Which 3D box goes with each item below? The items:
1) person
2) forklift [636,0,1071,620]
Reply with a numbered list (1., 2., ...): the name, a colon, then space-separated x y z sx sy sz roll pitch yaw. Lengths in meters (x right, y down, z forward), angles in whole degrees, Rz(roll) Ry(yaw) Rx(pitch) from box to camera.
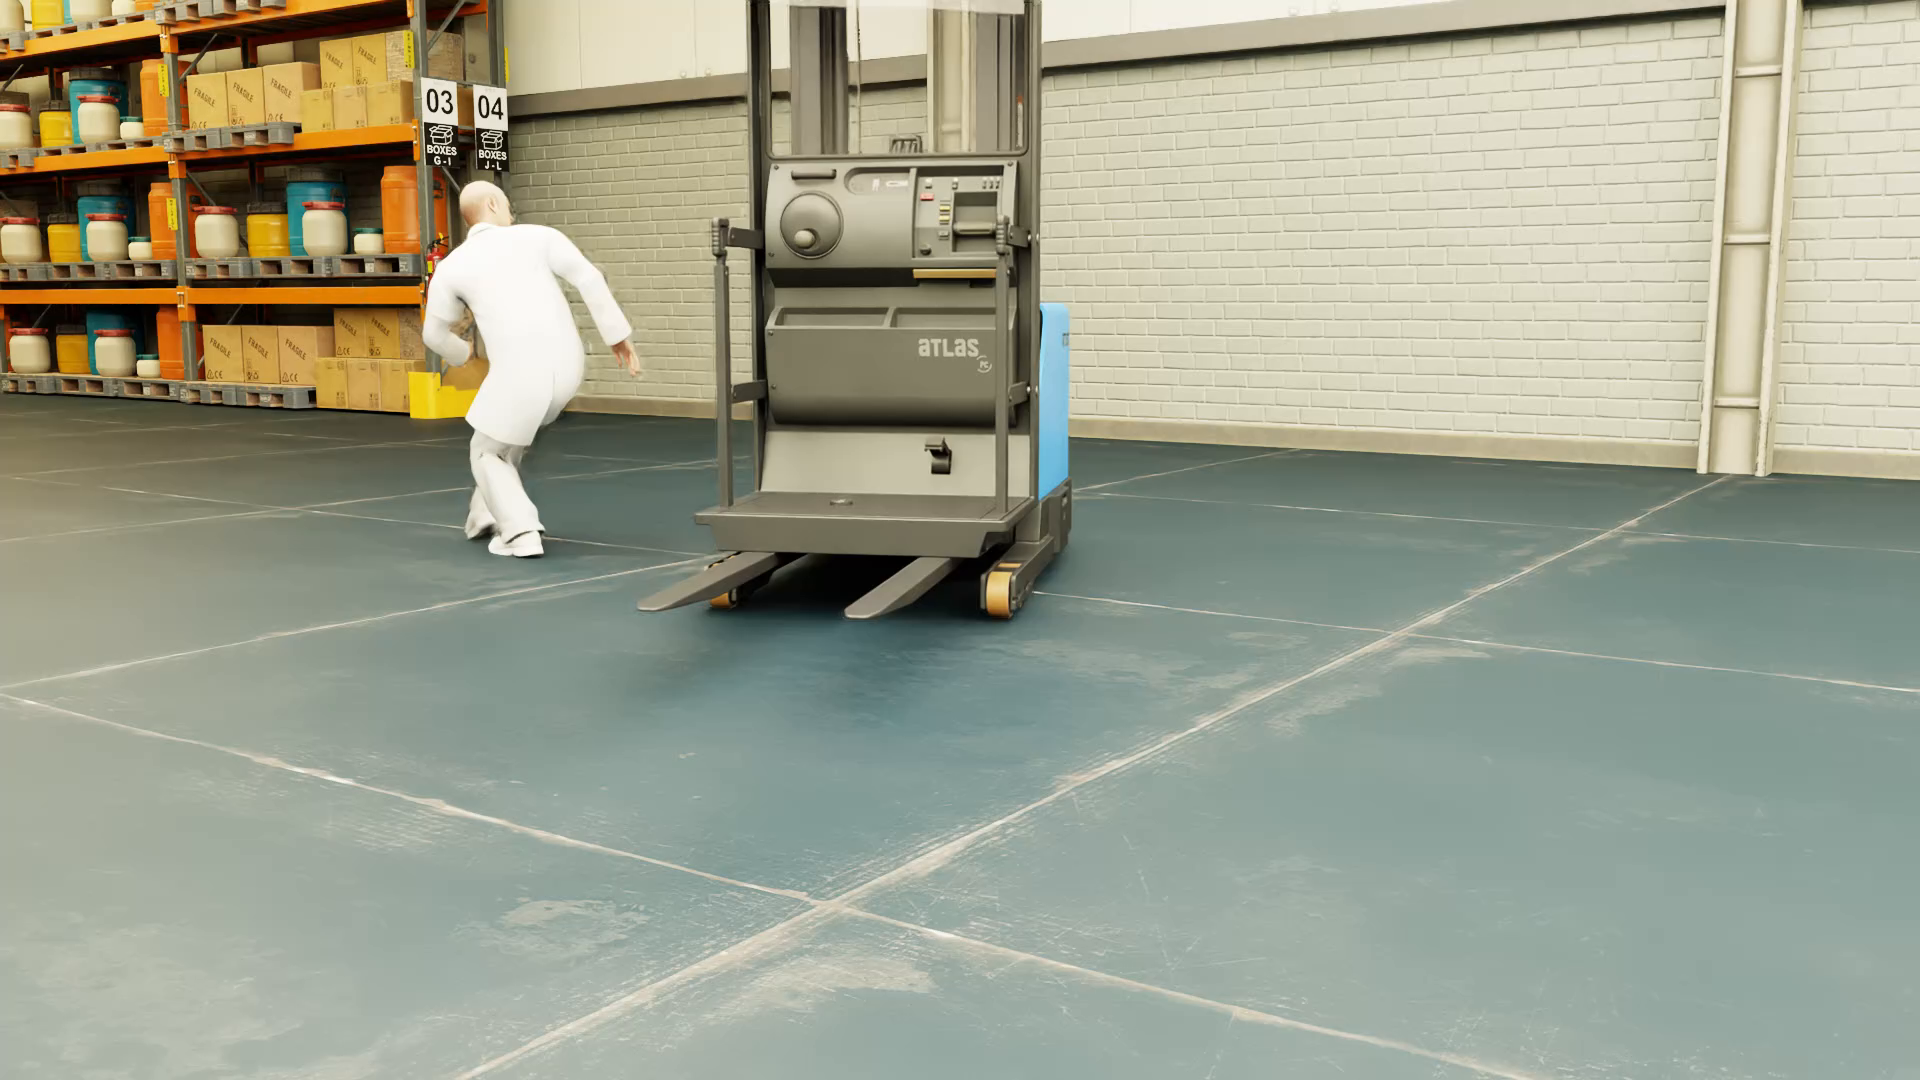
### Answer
1. person: -1.935 -0.753 7.317 0.804 1.604 0.828 -6 10 -35
2. forklift: -0.293 -1.237 5.893 1.130 2.935 3.031 2 8 11
